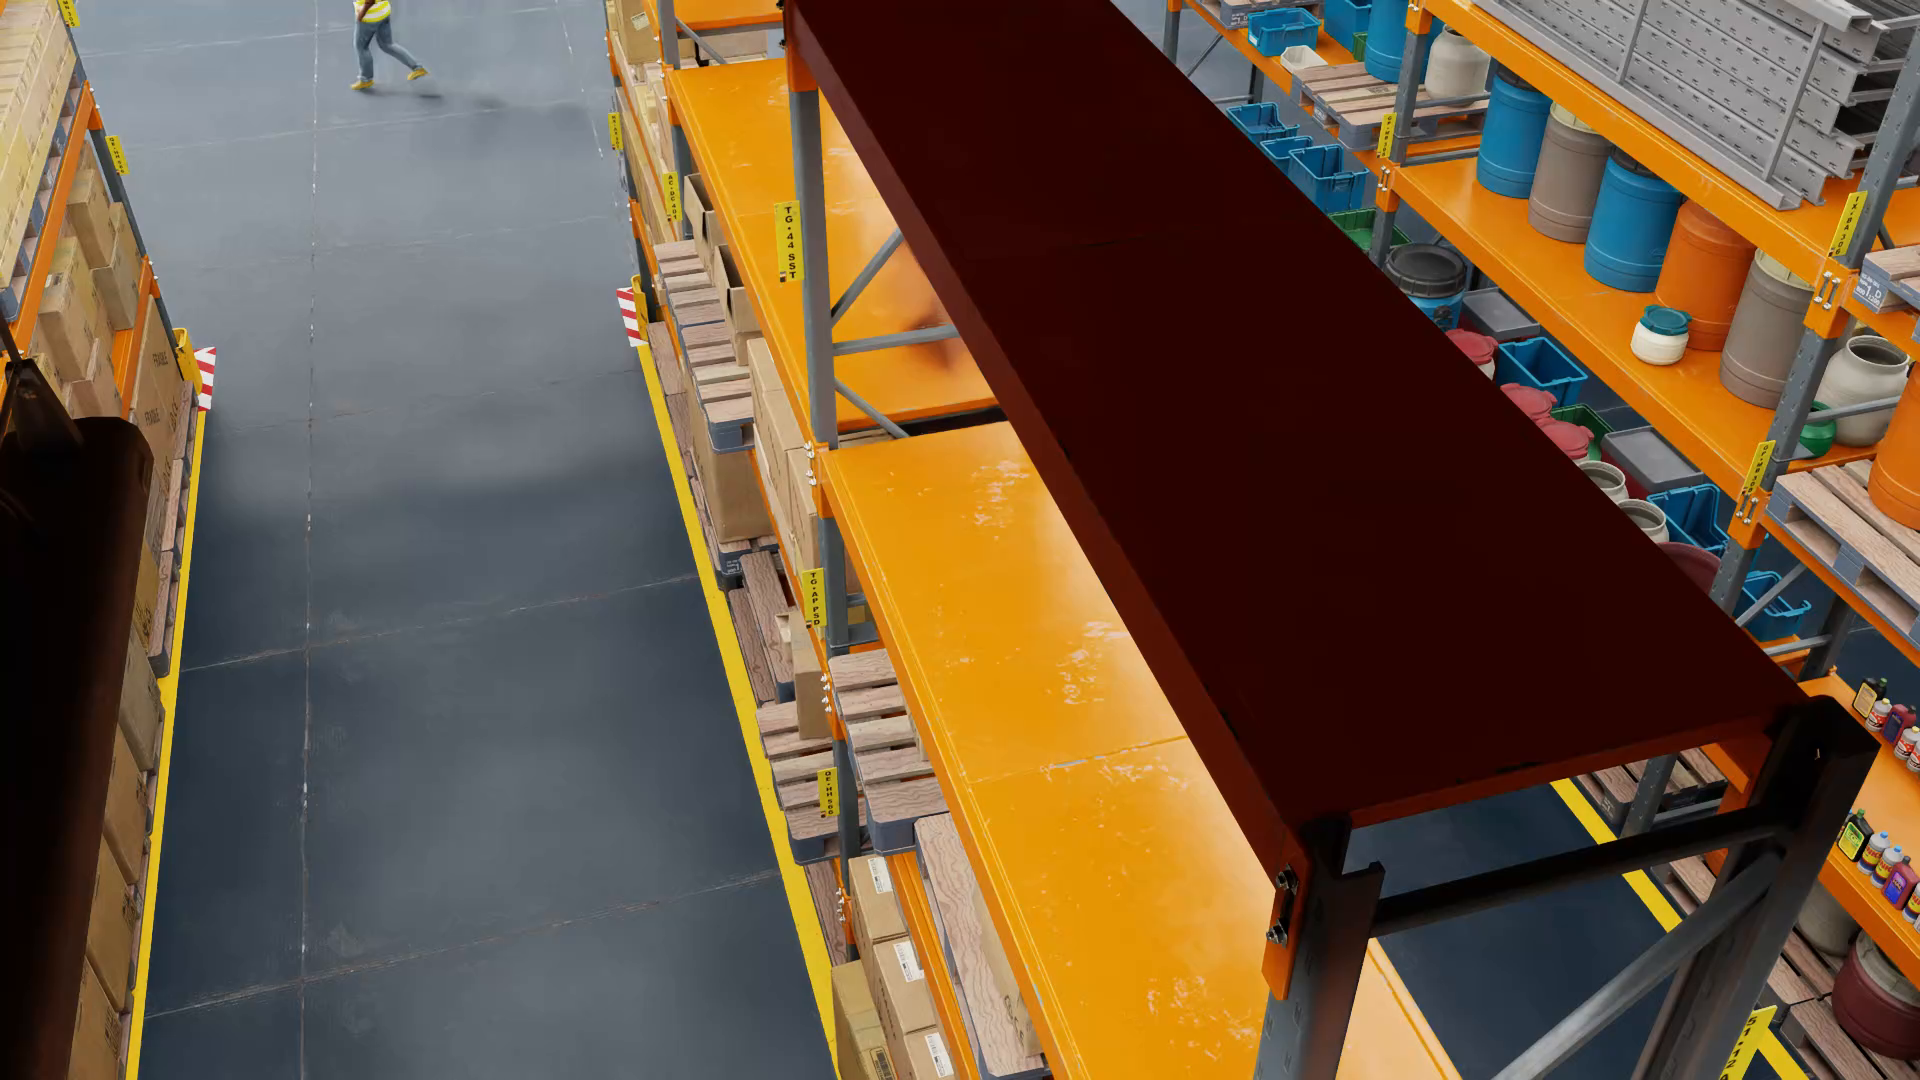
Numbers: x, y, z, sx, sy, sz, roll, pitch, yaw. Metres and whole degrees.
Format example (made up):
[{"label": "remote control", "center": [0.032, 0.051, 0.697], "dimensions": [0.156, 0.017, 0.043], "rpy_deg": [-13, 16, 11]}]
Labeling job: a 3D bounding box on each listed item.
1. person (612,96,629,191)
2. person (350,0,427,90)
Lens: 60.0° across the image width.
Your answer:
[{"label": "person", "center": [-3.089, -3.839, 16.274], "dimensions": [0.687, 1.756, 0.703], "rpy_deg": [17, 42, 20]}, {"label": "person", "center": [-6.679, -5.960, 18.935], "dimensions": [0.979, 1.765, 0.711], "rpy_deg": [10, 40, 13]}]
